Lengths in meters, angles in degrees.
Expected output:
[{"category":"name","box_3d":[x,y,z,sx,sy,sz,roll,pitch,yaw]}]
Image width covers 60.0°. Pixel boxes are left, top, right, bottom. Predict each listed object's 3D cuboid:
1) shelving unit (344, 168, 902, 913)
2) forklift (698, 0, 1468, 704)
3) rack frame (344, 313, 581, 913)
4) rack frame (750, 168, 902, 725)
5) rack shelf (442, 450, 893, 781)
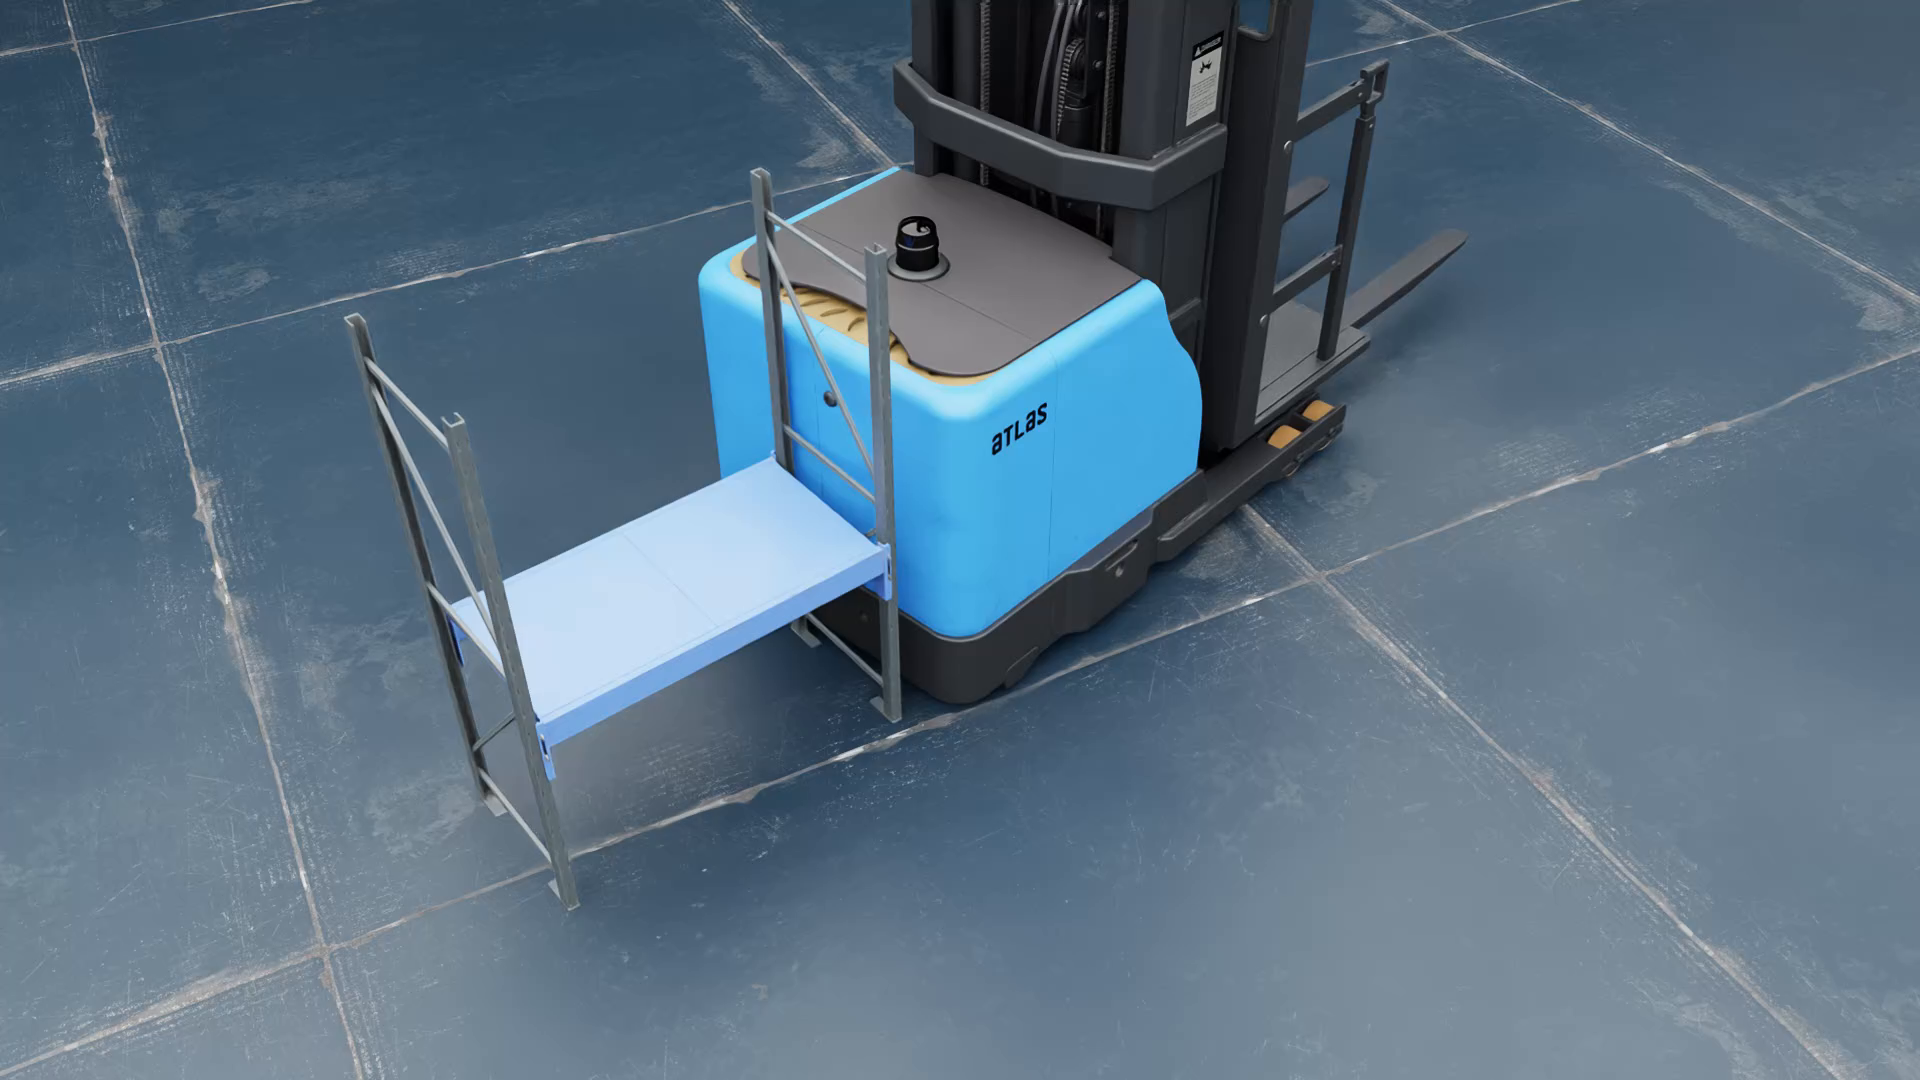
[{"category":"shelving unit","box_3d":[-0.726,0.019,4.067,1.048,1.500,0.538,-28,48,-29]},{"category":"forklift","box_3d":[0.645,-1.530,4.789,1.130,2.935,3.031,31,49,31]},{"category":"rack frame","box_3d":[-1.120,0.226,3.822,0.032,1.500,0.500,-28,48,-29]},{"category":"rack frame","box_3d":[-0.332,-0.189,4.312,0.032,1.500,0.500,-28,48,-29]},{"category":"rack shelf","box_3d":[-0.726,0.156,4.183,1.000,0.185,0.538,-28,48,-29]}]
